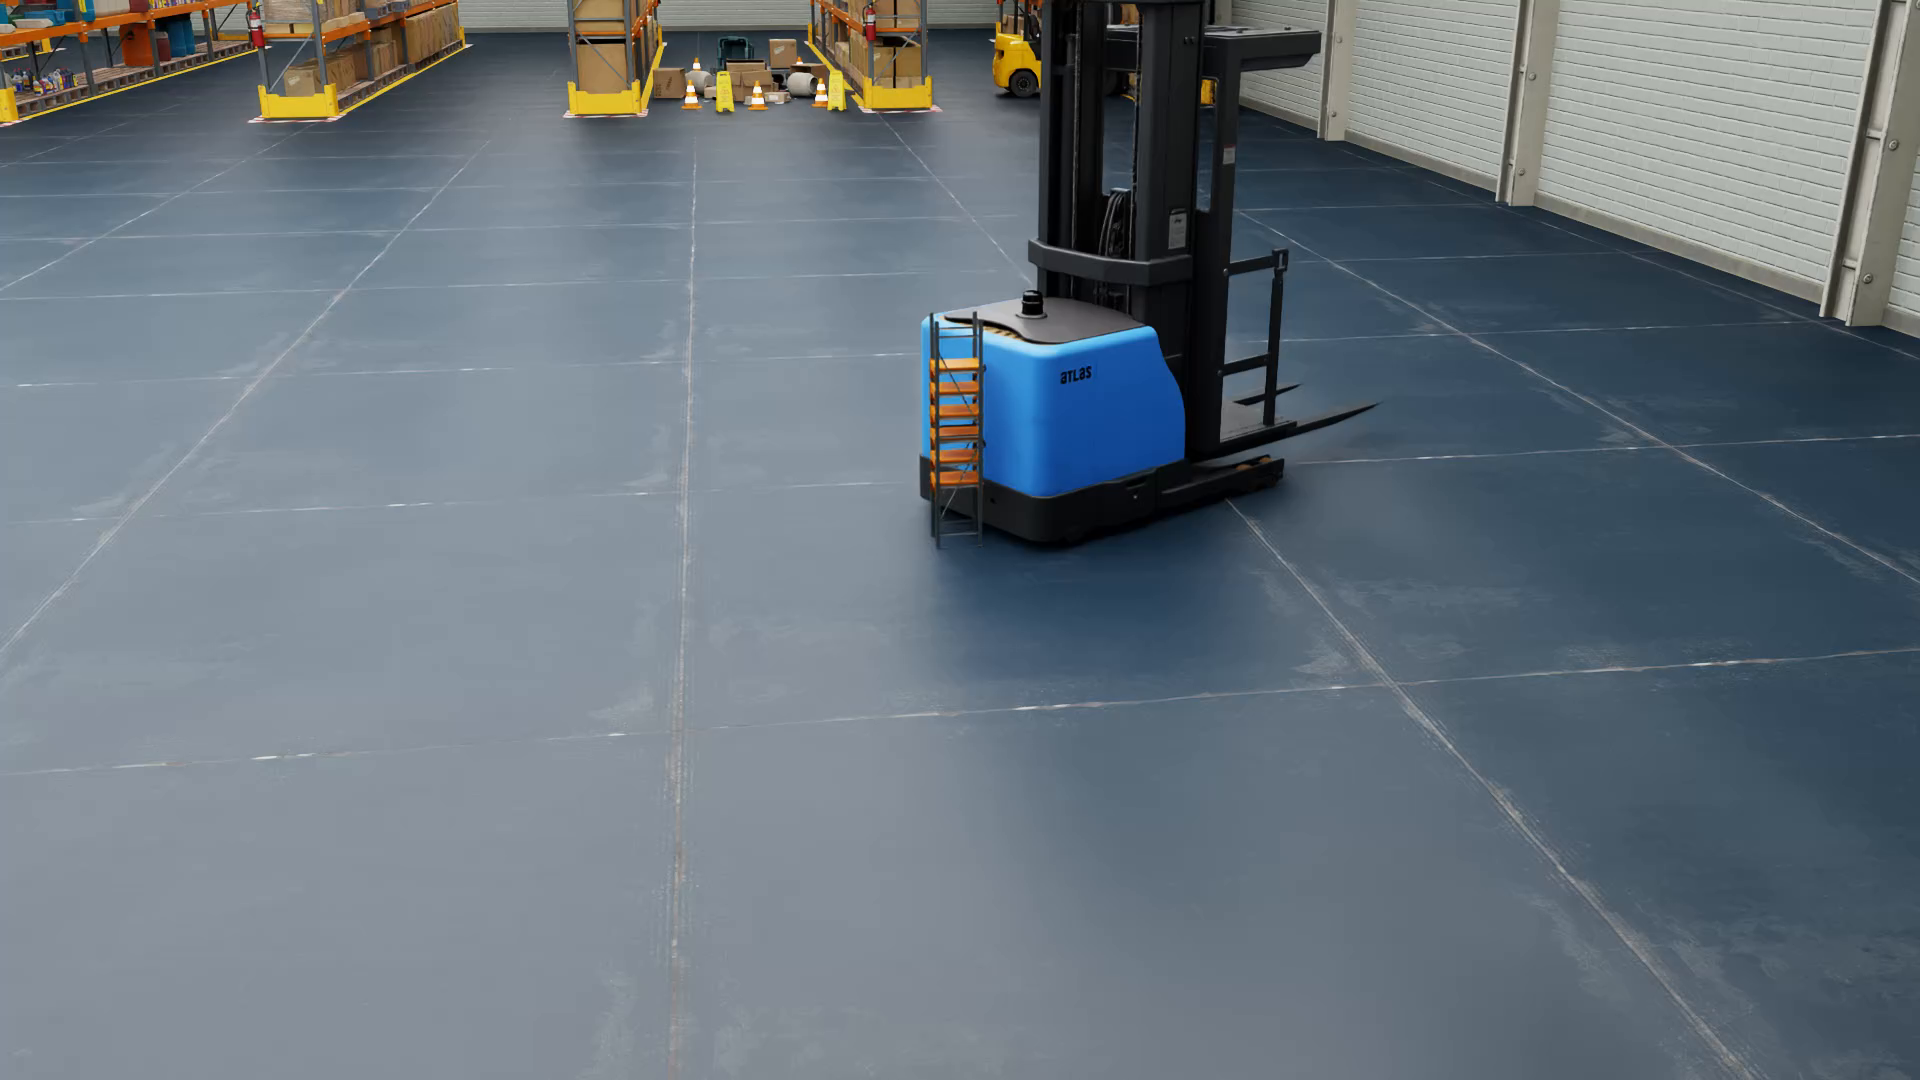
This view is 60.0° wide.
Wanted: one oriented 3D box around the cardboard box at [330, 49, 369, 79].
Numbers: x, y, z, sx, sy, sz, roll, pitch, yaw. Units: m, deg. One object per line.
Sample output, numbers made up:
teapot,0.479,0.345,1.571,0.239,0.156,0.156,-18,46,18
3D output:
cardboard box,-11.518,-9.016,31.513,0.700,0.500,0.500,-5,21,-12

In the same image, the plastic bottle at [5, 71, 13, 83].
plastic bottle,-16.557,-7.970,28.925,0.144,0.351,0.185,-3,21,-8

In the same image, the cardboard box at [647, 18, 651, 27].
cardboard box,-7.172,-11.524,37.183,0.500,0.250,0.500,-4,21,-10

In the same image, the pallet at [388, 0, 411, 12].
pallet,-11.819,-10.821,33.676,1.213,0.211,1.003,-3,21,-8

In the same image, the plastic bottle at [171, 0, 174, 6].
plastic bottle,-16.890,-11.581,35.508,0.144,0.351,0.185,-3,21,-8

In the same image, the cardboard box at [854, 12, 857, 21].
cardboard box,-1.741,-9.581,30.441,0.380,0.149,0.250,-3,21,-7

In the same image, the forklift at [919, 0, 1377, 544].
forklift,1.229,-1.761,9.243,3.031,2.935,1.130,-17,26,-37

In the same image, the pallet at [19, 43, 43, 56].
pallet,-22.857,-11.815,40.049,1.003,0.211,1.213,-3,21,-8

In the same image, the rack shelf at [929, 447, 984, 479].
rack shelf,-0.019,-0.396,8.532,0.258,0.103,0.180,-3,21,-8

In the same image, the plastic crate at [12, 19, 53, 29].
plastic crate,-15.867,-8.845,28.487,0.530,0.136,0.437,-3,21,-8

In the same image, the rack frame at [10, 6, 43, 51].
rack frame,-22.984,-13.424,40.371,1.000,3.000,0.127,-3,21,-8

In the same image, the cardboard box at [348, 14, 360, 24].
cardboard box,-10.979,-9.333,29.776,0.380,0.149,0.250,-3,21,-8

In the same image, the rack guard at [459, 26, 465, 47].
rack guard,-13.184,-12.760,42.165,1.175,0.500,0.348,-3,21,-8

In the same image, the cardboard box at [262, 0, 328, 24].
cardboard box,-10.926,-8.761,27.317,0.875,0.500,0.500,-3,21,-8

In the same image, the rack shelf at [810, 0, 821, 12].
rack shelf,-3.085,-13.393,41.315,1.077,0.370,4.000,-3,21,-8

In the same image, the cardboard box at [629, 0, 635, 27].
cardboard box,-6.107,-9.184,28.804,0.875,0.550,0.550,-3,21,-8

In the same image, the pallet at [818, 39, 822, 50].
pallet,-3.009,-12.421,41.672,1.003,0.211,1.213,-3,21,-8

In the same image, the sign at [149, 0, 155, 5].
sign,-16.385,-11.009,33.672,0.100,0.325,0.005,-3,21,-8

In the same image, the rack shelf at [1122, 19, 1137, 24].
rack shelf,3.556,-9.490,30.865,1.077,0.370,4.000,-3,21,-8

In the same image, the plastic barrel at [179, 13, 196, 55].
plastic barrel,-17.443,-11.312,37.115,0.600,0.901,0.708,-3,21,-8

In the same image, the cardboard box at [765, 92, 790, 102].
cardboard box,-3.255,-7.899,29.652,0.380,0.149,0.250,8,22,20

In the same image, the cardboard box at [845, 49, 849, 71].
cardboard box,-1.829,-9.663,33.457,0.950,0.372,0.625,-2,21,-4

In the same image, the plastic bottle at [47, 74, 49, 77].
plastic bottle,-15.997,-8.051,29.237,0.061,0.283,0.133,-3,21,-8

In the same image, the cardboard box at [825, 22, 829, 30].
cardboard box,-2.911,-12.566,41.136,0.875,0.438,0.875,-4,21,-9

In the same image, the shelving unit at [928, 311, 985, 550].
shelving unit,-0.019,-0.551,8.475,0.258,1.200,0.189,-3,21,-8

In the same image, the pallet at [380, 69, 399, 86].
pallet,-11.743,-9.154,32.924,1.003,0.211,1.213,-3,21,-8

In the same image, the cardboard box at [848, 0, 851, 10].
cardboard box,-1.856,-10.287,31.404,0.500,0.500,0.500,-3,21,-8

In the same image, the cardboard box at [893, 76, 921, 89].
cardboard box,-0.910,-8.084,29.404,0.500,0.250,0.500,-3,21,-8

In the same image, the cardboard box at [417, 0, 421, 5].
cardboard box,-12.052,-11.910,36.175,0.500,0.500,0.500,-3,21,-8

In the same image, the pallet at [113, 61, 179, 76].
pallet,-17.083,-9.867,34.833,1.003,0.211,1.213,-3,21,-8

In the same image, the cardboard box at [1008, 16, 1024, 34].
cardboard box,1.617,-13.185,42.703,0.700,0.500,0.500,-2,21,-6

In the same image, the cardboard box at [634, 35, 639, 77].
cardboard box,-6.706,-9.336,32.041,1.050,0.750,0.750,-3,21,-8

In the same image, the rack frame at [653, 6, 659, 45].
rack frame,-8.258,-14.138,42.281,1.000,3.000,0.127,-3,21,-8

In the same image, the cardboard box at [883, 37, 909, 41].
cardboard box,-1.218,-9.160,31.212,0.500,0.500,0.500,-3,21,-7

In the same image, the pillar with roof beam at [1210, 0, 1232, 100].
pillar with roof beam,0.375,-12.014,28.021,9.100,9.000,0.400,-3,21,-8

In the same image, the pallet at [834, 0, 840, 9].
pallet,-2.012,-11.321,35.015,1.213,0.211,1.003,-3,21,-8

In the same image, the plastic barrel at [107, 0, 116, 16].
plastic barrel,-16.441,-10.328,31.886,0.433,0.535,0.433,0,20,0

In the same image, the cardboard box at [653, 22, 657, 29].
cardboard box,-7.720,-12.751,41.192,0.380,0.149,0.250,-2,21,-6

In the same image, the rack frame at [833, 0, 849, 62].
rack frame,-2.221,-11.652,35.627,1.000,3.000,0.127,-3,21,-8

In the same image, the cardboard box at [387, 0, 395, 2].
cardboard box,-11.730,-11.023,33.199,0.700,0.500,0.500,0,20,0

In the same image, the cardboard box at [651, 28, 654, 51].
cardboard box,-7.325,-11.535,38.285,0.500,0.500,0.500,-3,21,-9

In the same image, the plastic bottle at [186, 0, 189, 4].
plastic bottle,-17.049,-11.963,36.529,0.144,0.351,0.185,-3,21,-8

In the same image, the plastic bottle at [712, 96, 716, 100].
plastic bottle,-4.373,-7.950,29.915,0.133,0.061,0.283,-11,23,-26

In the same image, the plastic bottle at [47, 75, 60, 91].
plastic bottle,-15.880,-8.005,29.125,0.152,0.276,0.135,-3,21,-7

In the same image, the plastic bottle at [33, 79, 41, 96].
plastic bottle,-15.728,-7.704,28.327,0.097,0.271,0.097,0,20,0

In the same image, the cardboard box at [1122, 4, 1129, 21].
cardboard box,3.290,-9.869,30.710,0.500,0.500,0.500,-3,21,-7

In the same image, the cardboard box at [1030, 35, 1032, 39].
cardboard box,1.961,-12.136,39.894,0.500,0.500,0.500,-2,21,-5

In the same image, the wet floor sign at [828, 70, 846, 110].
wet floor sign,-2.099,-7.660,28.302,0.267,0.644,0.232,4,21,11

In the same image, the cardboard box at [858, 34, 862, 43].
cardboard box,-1.630,-9.013,29.891,0.380,0.149,0.250,-2,21,-5

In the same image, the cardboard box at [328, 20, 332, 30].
cardboard box,-10.774,-8.636,27.910,0.380,0.149,0.250,-3,21,-8

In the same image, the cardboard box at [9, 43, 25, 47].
cardboard box,-22.554,-11.836,39.419,0.500,0.250,0.500,-3,21,-8

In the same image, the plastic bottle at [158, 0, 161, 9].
plastic bottle,-16.712,-11.223,34.645,0.061,0.283,0.133,-3,21,-8
